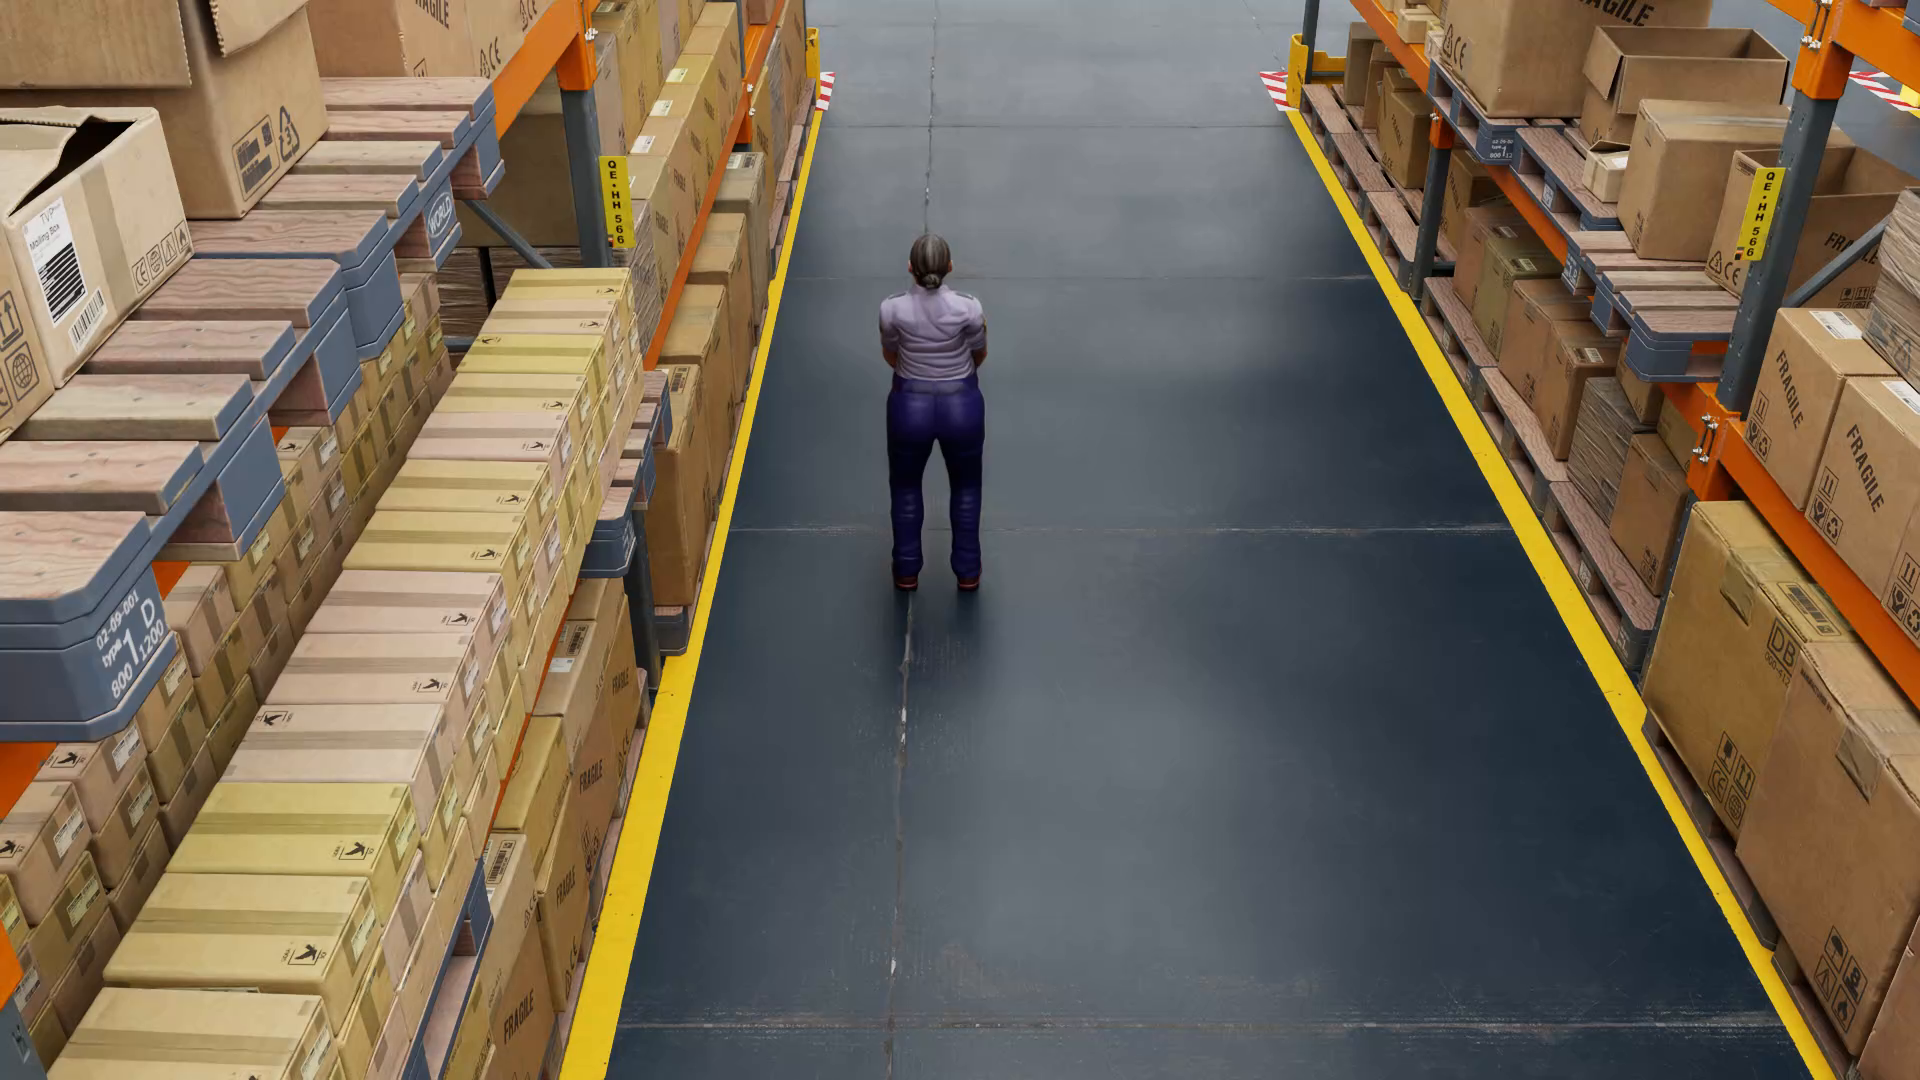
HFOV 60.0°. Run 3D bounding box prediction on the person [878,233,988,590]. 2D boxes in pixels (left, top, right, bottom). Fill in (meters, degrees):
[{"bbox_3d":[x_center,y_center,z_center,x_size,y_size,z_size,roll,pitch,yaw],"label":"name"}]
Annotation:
[{"bbox_3d":[-0.110,-0.569,7.079,0.447,1.644,0.523,0,32,0],"label":"person"}]
